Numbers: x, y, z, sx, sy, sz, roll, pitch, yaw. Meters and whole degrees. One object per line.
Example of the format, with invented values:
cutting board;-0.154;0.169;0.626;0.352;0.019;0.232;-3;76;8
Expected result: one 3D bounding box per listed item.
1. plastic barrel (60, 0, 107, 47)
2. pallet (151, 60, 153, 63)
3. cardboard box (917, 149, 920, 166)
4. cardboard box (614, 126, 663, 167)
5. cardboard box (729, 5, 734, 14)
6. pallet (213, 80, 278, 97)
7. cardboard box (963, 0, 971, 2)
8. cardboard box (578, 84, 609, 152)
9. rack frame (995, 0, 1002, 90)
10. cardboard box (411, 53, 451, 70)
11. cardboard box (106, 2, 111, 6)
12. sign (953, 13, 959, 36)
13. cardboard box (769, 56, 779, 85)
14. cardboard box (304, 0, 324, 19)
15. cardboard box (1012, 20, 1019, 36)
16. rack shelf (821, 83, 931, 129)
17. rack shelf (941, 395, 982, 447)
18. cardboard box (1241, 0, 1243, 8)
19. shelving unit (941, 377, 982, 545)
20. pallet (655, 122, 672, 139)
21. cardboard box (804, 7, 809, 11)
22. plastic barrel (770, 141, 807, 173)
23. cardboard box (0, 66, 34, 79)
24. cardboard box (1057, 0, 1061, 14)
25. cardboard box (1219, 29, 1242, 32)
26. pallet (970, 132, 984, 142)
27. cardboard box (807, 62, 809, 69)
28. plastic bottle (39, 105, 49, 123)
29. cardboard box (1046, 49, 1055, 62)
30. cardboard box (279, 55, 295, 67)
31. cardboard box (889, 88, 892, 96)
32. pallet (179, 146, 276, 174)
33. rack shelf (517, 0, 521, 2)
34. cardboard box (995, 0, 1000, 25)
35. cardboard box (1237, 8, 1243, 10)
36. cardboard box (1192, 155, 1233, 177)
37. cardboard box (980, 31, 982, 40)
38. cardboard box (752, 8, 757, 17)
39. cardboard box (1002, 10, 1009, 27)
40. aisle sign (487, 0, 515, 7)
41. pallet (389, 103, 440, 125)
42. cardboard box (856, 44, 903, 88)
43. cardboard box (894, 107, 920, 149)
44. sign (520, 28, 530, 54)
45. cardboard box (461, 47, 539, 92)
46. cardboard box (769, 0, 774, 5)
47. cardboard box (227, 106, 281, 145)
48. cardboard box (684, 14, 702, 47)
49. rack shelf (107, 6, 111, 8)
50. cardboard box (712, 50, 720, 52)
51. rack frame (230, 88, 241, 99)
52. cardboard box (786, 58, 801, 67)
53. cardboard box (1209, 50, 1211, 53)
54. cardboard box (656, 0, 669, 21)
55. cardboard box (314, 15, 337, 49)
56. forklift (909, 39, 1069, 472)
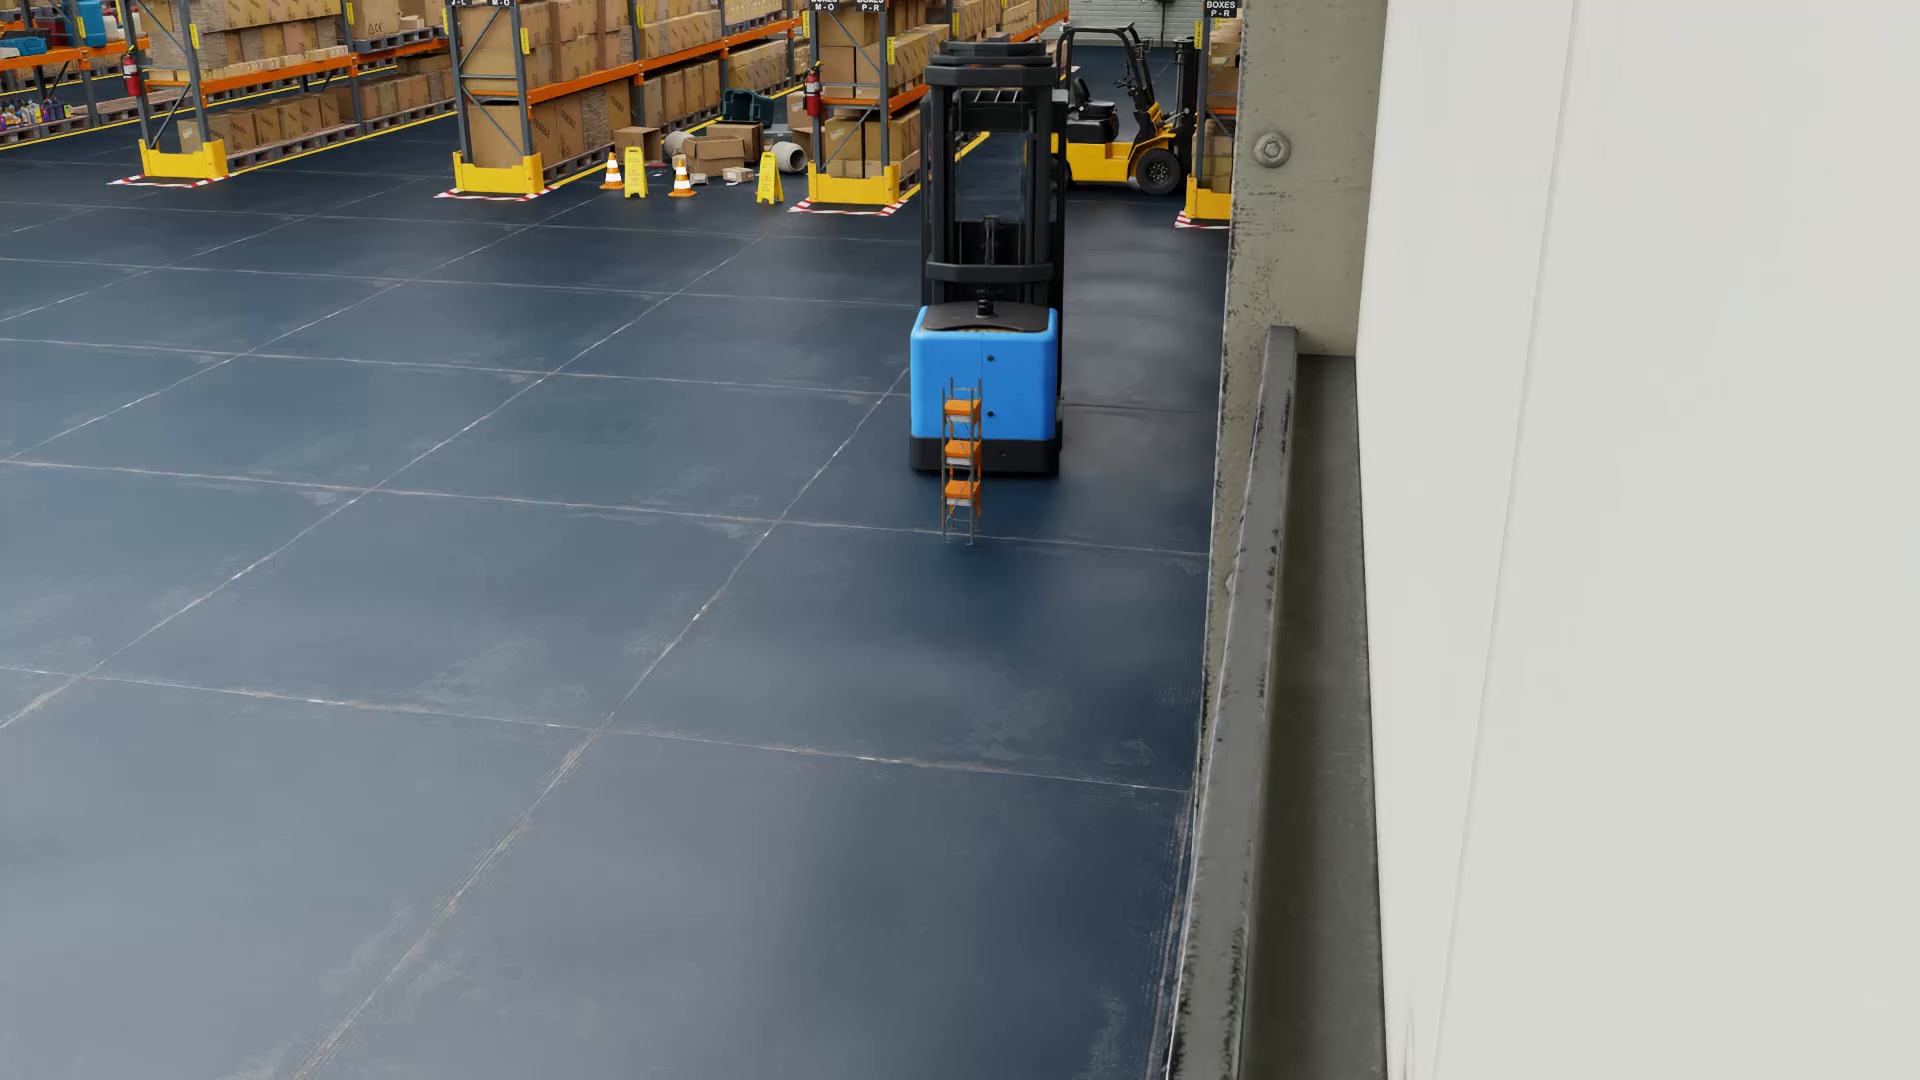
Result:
plastic barrel;-14.774;-8.795;28.019;0.600;0.901;0.708;4;22;11
pallet;-17.978;-11.154;38.281;1.003;0.211;1.213;4;22;11
cardboard box;-0.770;-5.428;23.449;0.500;0.250;0.500;6;23;15
cardboard box;-4.778;-5.847;24.714;0.500;0.500;0.500;8;23;20
cardboard box;-4.301;-9.591;30.044;0.380;0.149;0.250;6;23;13
pallet;-14.214;-8.905;32.697;1.003;0.211;1.213;4;22;11
cardboard box;-0.037;-8.541;26.098;0.380;0.149;0.250;6;23;14
cardboard box;-5.843;-6.306;24.793;0.875;0.875;0.875;5;22;11
rack frame;0.217;-8.774;28.639;1.000;3.000;0.127;4;22;11
cardboard box;-9.592;-8.674;30.145;0.500;0.250;0.500;5;23;13
cardboard box;-18.515;-11.998;36.509;0.500;0.500;0.500;5;22;12
sign;-0.067;-7.674;24.749;0.100;0.325;0.005;4;22;11
cardboard box;-3.843;-9.135;32.319;0.500;0.500;0.500;4;22;10
cardboard box;-10.224;-8.346;25.706;0.500;0.500;0.500;4;22;11
cardboard box;0.763;-9.245;30.008;0.500;0.250;0.500;5;23;13
rack shelf;-1.008;-6.246;23.324;1.077;0.370;4.000;4;22;11
rack shelf;0.011;-0.760;10.619;0.215;0.259;0.240;4;22;11
cardboard box;5.229;-9.251;29.122;0.797;0.503;0.637;4;22;10
shelving unit;0.011;-0.507;10.721;0.215;1.050;0.252;4;22;11
pallet;-5.382;-6.646;27.087;1.003;0.211;1.213;4;22;11
cardboard box;-3.296;-10.927;34.321;0.380;0.149;0.250;5;22;12
plastic barrel;-2.476;-5.524;24.017;0.421;0.421;0.512;-16;27;-35
cardboard box;-18.809;-9.475;33.137;0.500;0.500;0.500;5;23;13
cardboard box;1.797;-11.178;34.475;0.500;0.500;0.500;5;22;12
cardboard box;3.618;-6.665;22.002;0.380;0.149;0.250;5;22;12
pallet;-0.195;-6.750;27.346;1.003;0.211;1.213;4;22;11
cardboard box;-3.367;-9.948;34.808;0.380;0.149;0.250;4;22;9
plastic bottle;-15.031;-6.998;27.275;0.061;0.283;0.133;6;23;14
cardboard box;1.448;-9.792;34.034;0.875;0.438;0.875;4;22;9
cardboard box;-10.378;-7.301;25.319;0.380;0.149;0.250;4;22;11
cardboard box;-1.106;-5.934;21.922;0.380;0.149;0.250;5;22;12
pallet;-10.901;-5.632;24.571;1.003;0.211;1.213;4;22;11
rack shelf;-5.874;-7.978;23.609;1.077;0.370;4.000;4;22;11
cardboard box;0.396;-8.966;28.020;0.500;0.500;0.500;4;22;9
cardboard box;4.723;-8.650;27.329;0.380;0.149;0.250;5;22;12
cardboard box;3.237;-4.824;21.281;0.500;0.250;0.500;4;22;10
cardboard box;0.141;-8.142;26.843;0.380;0.149;0.250;4;22;9
cardboard box;-4.038;-9.921;31.261;0.380;0.149;0.250;4;22;9
cardboard box;0.562;-9.103;28.987;0.500;0.250;0.500;4;22;11
aisle sign;-6.003;-7.346;21.612;0.394;0.787;0.004;4;22;11
pallet;-9.897;-7.505;29.221;1.003;0.211;1.213;4;22;11
cardboard box;-1.048;-6.185;21.677;0.500;0.500;0.500;4;22;10
cardboard box;-0.763;-5.772;23.300;0.500;0.500;0.500;5;22;12
sign;-5.740;-6.582;21.932;0.100;0.325;0.005;4;22;11
cardboard box;-6.251;-6.397;22.537;0.875;0.550;0.550;4;22;11
cardboard box;-3.828;-10.446;32.166;0.380;0.149;0.250;5;23;13
cardboard box;-10.739;-6.315;25.316;0.500;0.500;0.500;7;23;16
cardboard box;-4.684;-8.610;28.099;0.500;0.500;0.500;4;22;10
rack shelf;-17.958;-12.147;37.976;1.077;0.370;4.000;4;22;11
cardboard box;-4.675;-8.953;30.863;0.500;0.250;0.500;5;22;12
rack frame;-14.334;-9.907;31.452;1.000;3.000;0.127;4;22;11
cardboard box;-3.446;-9.696;33.783;0.380;0.149;0.250;5;23;13
cardboard box;3.264;-6.062;20.903;0.380;0.149;0.250;5;22;12
cardboard box;-5.164;-8.717;27.024;0.700;0.500;0.500;5;22;11
cardboard box;-10.453;-8.091;26.411;0.875;0.500;0.500;4;22;11
forklift;0.265;-2.350;12.780;1.130;2.935;3.031;2;22;4
